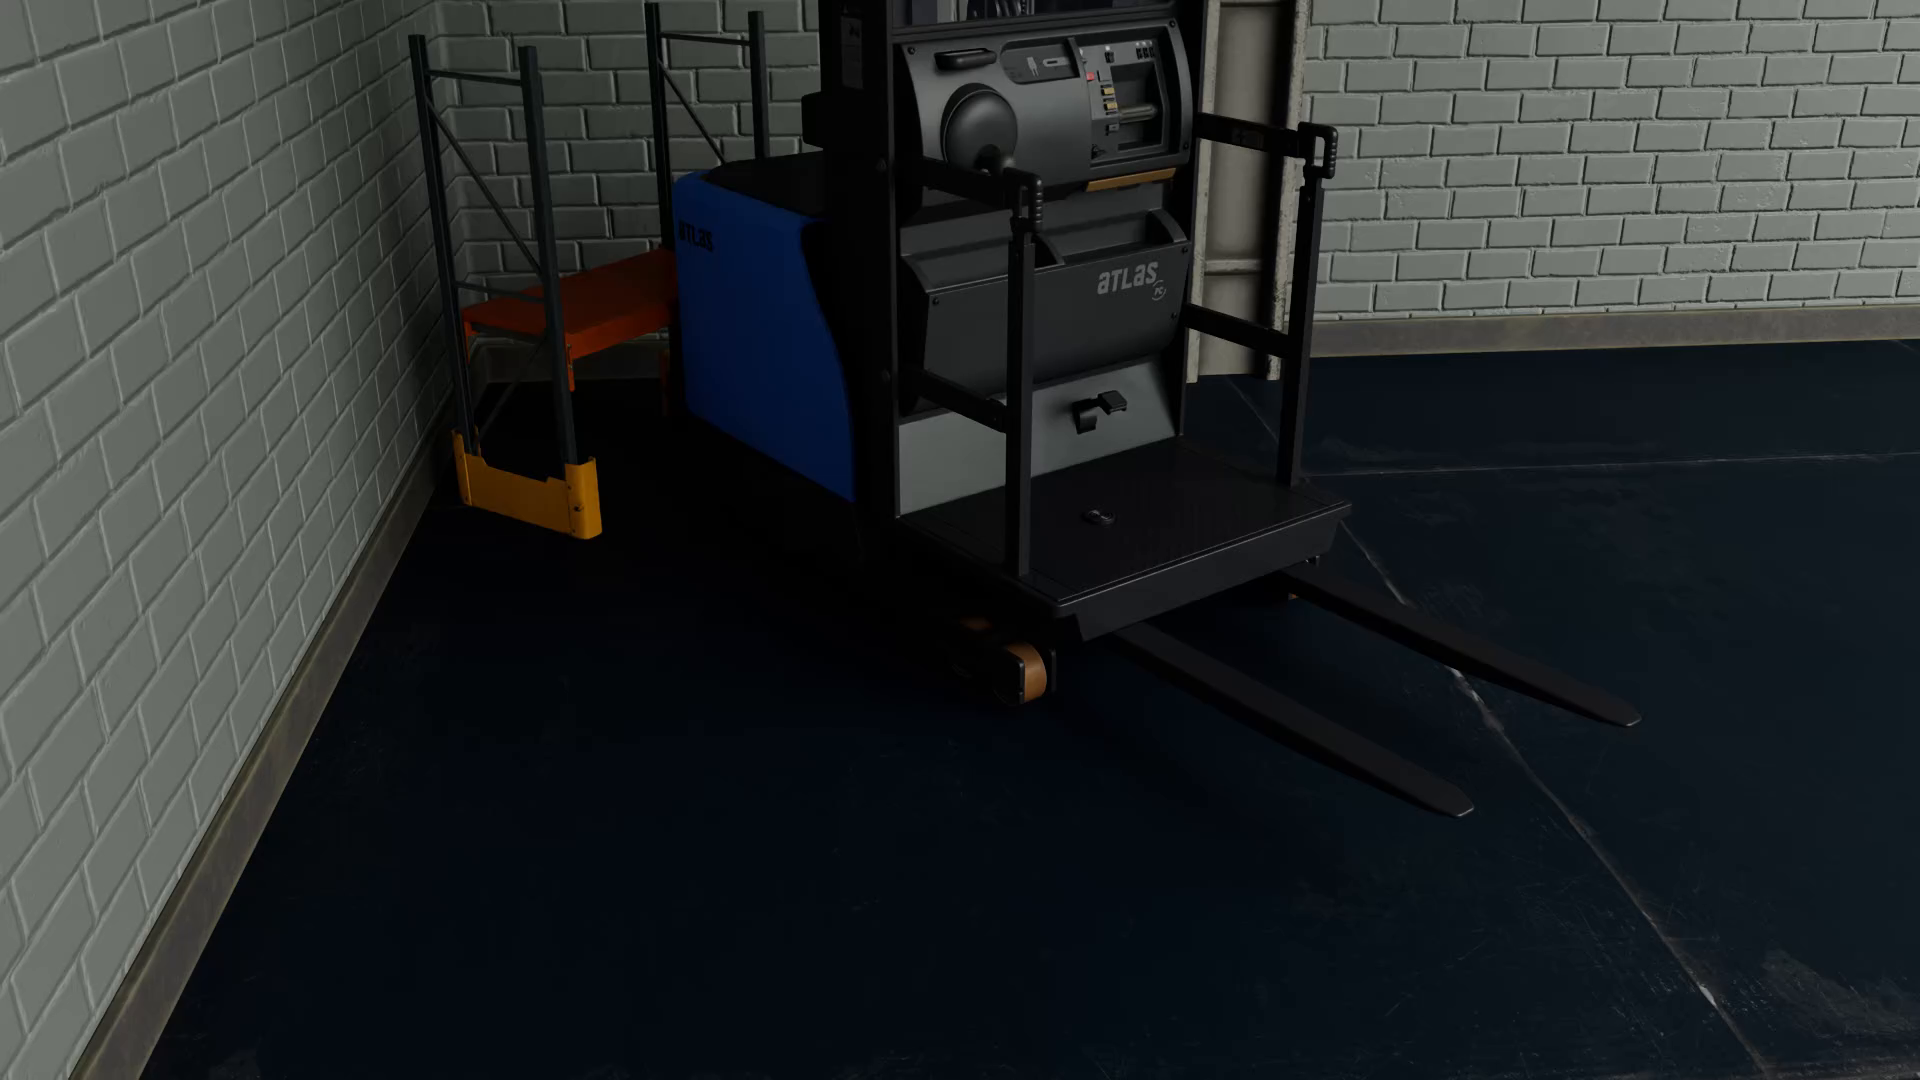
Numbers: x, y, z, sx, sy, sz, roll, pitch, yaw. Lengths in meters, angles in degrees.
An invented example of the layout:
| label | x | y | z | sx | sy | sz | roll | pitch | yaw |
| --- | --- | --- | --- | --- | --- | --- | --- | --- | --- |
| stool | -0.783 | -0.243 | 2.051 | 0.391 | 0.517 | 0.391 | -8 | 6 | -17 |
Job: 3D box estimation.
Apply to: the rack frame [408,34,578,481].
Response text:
| label | x | y | z | sx | sy | sz | roll | pitch | yaw |
| --- | --- | --- | --- | --- | --- | --- | --- | --- | --- |
| rack frame | -1.413 | -0.756 | 5.104 | 0.500 | 1.500 | 0.032 | 15 | 28 | 30 |

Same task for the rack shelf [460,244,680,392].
| label | x | y | z | sx | sy | sz | roll | pitch | yaw |
| --- | --- | --- | --- | --- | --- | --- | --- | --- | --- |
| rack shelf | -1.139 | -0.765 | 5.568 | 0.538 | 0.185 | 1.000 | 15 | 28 | 30 |

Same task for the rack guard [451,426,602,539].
| label | x | y | z | sx | sy | sz | roll | pitch | yaw |
| --- | --- | --- | --- | --- | --- | --- | --- | --- | --- |
| rack guard | -1.403 | -0.192 | 5.373 | 0.587 | 0.250 | 0.087 | 15 | 28 | 30 |

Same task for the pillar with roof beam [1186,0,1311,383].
| label | x | y | z | sx | sy | sz | roll | pitch | yaw |
| --- | --- | --- | --- | --- | --- | --- | --- | --- | --- |
| pillar with roof beam | 1.500 | -3.073 | 1.084 | 0.400 | 9.000 | 9.100 | -2 | 24 | -5 |

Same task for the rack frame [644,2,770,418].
| label | x | y | z | sx | sy | sz | roll | pitch | yaw |
| --- | --- | --- | --- | --- | --- | --- | --- | --- | --- |
| rack frame | -0.864 | -1.104 | 5.886 | 0.500 | 1.500 | 0.032 | 15 | 28 | 30 |

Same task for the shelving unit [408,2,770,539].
| label | x | y | z | sx | sy | sz | roll | pitch | yaw |
| --- | --- | --- | --- | --- | --- | --- | --- | --- | --- |
| shelving unit | -1.134 | -0.933 | 5.502 | 0.587 | 1.500 | 1.083 | 15 | 28 | 30 |

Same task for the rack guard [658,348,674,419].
| label | x | y | z | sx | sy | sz | roll | pitch | yaw |
| --- | --- | --- | --- | --- | --- | --- | --- | --- | --- |
| rack guard | -0.865 | -0.532 | 6.139 | 0.587 | 0.250 | 0.087 | 15 | 28 | 30 |

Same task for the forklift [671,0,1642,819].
| label | x | y | z | sx | sy | sz | roll | pitch | yaw |
| --- | --- | --- | --- | --- | --- | --- | --- | --- | --- |
| forklift | 0.376 | -1.138 | 4.201 | 1.130 | 2.935 | 3.031 | -17 | 29 | -33 |
